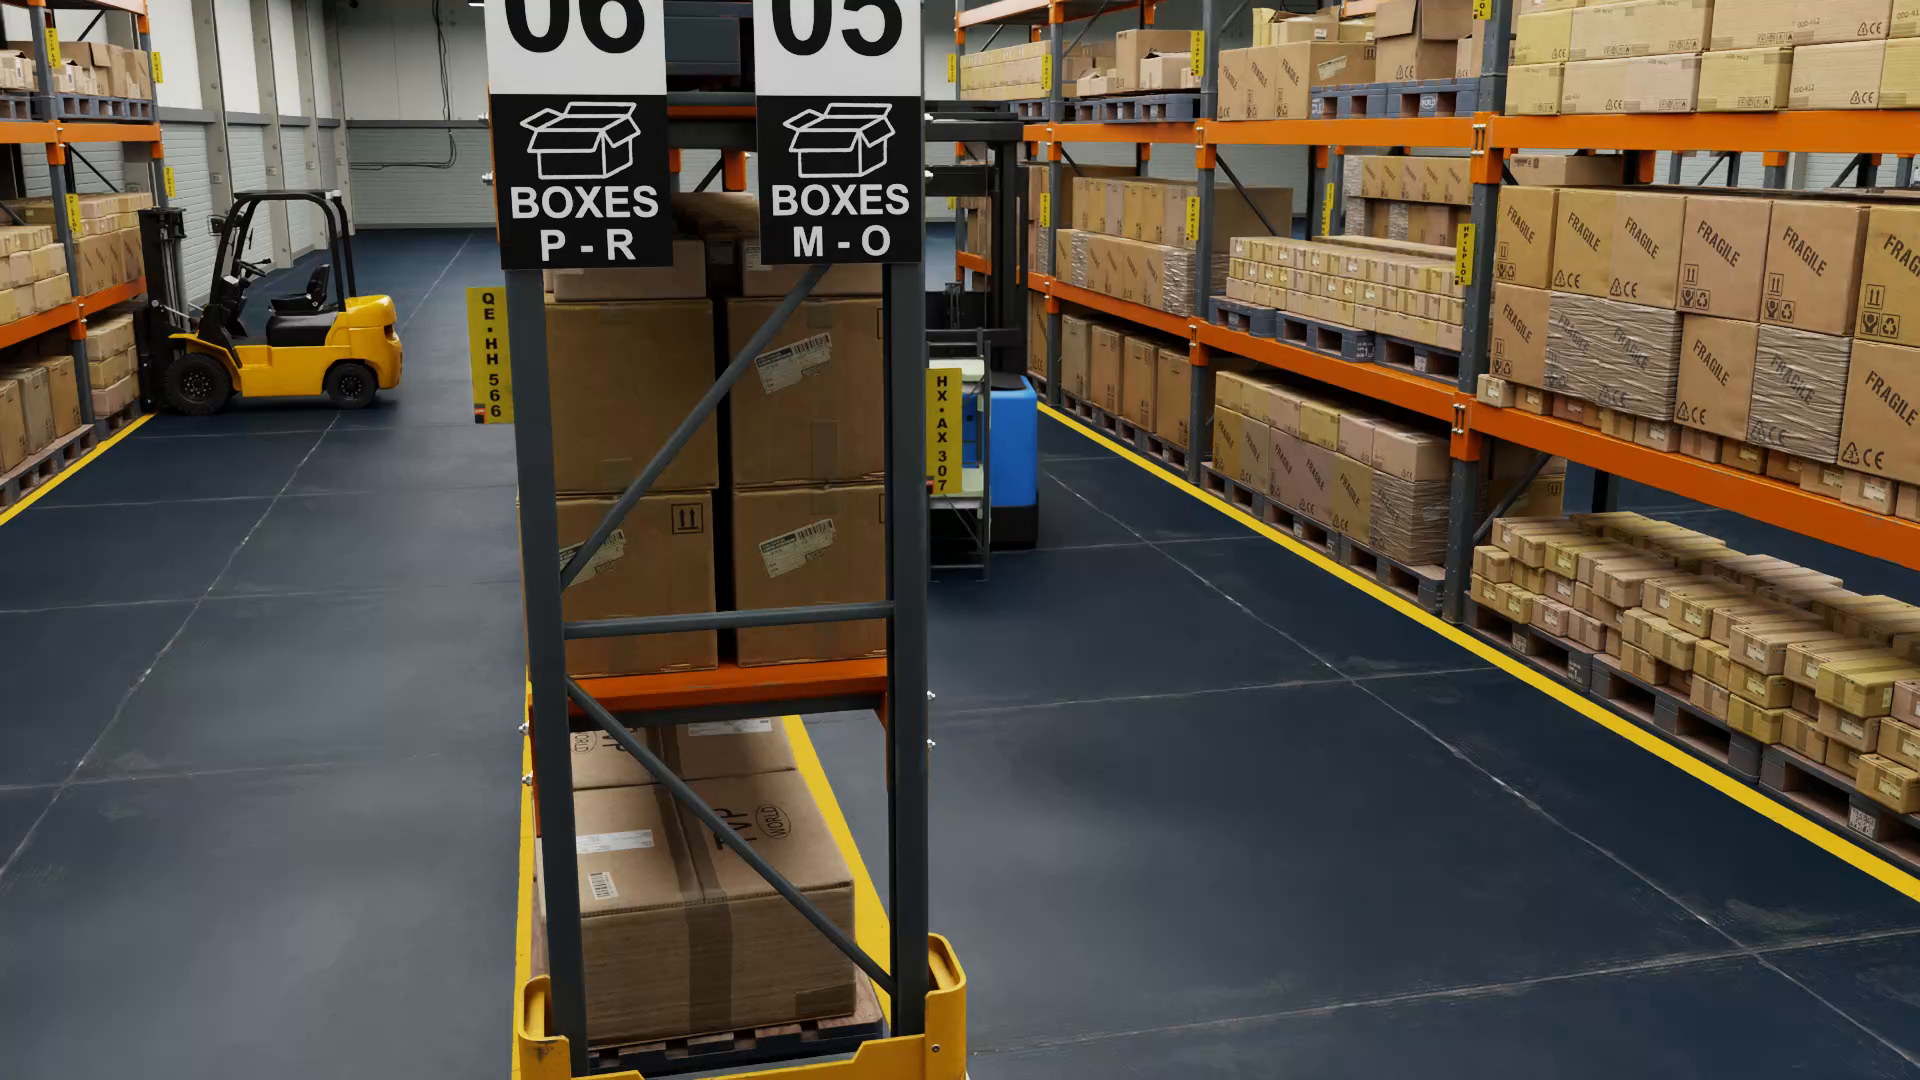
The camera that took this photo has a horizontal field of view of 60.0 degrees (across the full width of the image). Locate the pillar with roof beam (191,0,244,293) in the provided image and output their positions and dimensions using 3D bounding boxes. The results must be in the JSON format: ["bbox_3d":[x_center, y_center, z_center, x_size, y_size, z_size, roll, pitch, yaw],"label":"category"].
[{"bbox_3d":[-8.513,-8.914,28.953,9.100,9.000,0.400,-3,14,-13],"label":"pillar with roof beam"}]

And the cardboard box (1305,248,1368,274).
[{"bbox_3d":[2.555,-1.884,11.210,0.380,0.149,0.250,-3,14,-11],"label":"cardboard box"}]

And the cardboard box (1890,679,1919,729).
[{"bbox_3d":[3.829,0.634,6.378,0.380,0.149,0.250,-3,14,-12],"label":"cardboard box"}]

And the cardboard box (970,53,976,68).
[{"bbox_3d":[0.333,-5.543,19.227,0.380,0.149,0.250,-3,14,-14],"label":"cardboard box"}]

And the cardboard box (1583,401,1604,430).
[{"bbox_3d":[3.317,-0.628,8.208,0.380,0.149,0.250,-4,14,-16],"label":"cardboard box"}]

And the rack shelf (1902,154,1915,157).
[{"bbox_3d":[11.514,-4.032,16.806,1.077,0.370,4.000,-3,14,-13],"label":"rack shelf"}]

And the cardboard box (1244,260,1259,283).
[{"bbox_3d":[2.308,-1.975,12.209,0.380,0.149,0.250,-3,14,-10],"label":"cardboard box"}]

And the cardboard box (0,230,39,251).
[{"bbox_3d":[-7.656,-2.406,13.377,0.380,0.149,0.250,-4,14,-15],"label":"cardboard box"}]

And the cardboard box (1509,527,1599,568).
[{"bbox_3d":[3.150,0.039,8.817,0.380,0.149,0.250,-3,14,-10],"label":"cardboard box"}]

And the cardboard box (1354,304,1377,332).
[{"bbox_3d":[2.730,-1.413,10.534,0.380,0.149,0.250,-4,14,-16],"label":"cardboard box"}]

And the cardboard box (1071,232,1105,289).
[{"bbox_3d":[1.366,-2.652,15.753,0.500,0.500,0.500,-3,14,-13],"label":"cardboard box"}]

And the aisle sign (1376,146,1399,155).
[{"bbox_3d":[5.567,-5.326,21.431,0.394,0.787,0.004,-3,14,-13],"label":"aisle sign"}]

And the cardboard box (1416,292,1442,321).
[{"bbox_3d":[2.915,-1.379,9.769,0.380,0.149,0.250,-3,14,-13],"label":"cardboard box"}]

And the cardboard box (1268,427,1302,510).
[{"bbox_3d":[2.489,-0.512,11.585,0.500,0.500,0.500,-4,14,-15],"label":"cardboard box"}]

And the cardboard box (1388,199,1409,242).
[{"bbox_3d":[5.702,-3.871,20.113,0.875,0.500,0.500,-3,14,-13],"label":"cardboard box"}]

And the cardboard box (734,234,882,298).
[{"bbox_3d":[-0.399,-0.736,4.434,0.380,0.149,0.250,-3,14,-12],"label":"cardboard box"}]

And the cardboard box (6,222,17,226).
[{"bbox_3d":[-8.645,-2.759,14.823,0.380,0.149,0.250,-4,14,-15],"label":"cardboard box"}]

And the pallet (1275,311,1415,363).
[{"bbox_3d":[2.829,-1.386,11.185,1.003,0.211,1.213,-3,14,-13],"label":"pallet"}]

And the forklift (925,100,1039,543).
[{"bbox_3d":[-0.069,-1.698,12.201,1.130,2.935,3.031,-1,14,-3],"label":"forklift"}]

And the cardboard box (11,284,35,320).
[{"bbox_3d":[-7.644,-1.873,13.091,0.500,0.250,0.500,-3,14,-13],"label":"cardboard box"}]

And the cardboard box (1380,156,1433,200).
[{"bbox_3d":[5.384,-4.338,19.919,0.500,0.500,0.500,-3,14,-13],"label":"cardboard box"}]

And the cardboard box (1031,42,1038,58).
[{"bbox_3d":[0.930,-4.957,16.828,0.380,0.149,0.250,-3,14,-13],"label":"cardboard box"}]

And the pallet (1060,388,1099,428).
[{"bbox_3d":[1.639,-1.328,16.419,1.003,0.211,1.213,-3,14,-13],"label":"pallet"}]

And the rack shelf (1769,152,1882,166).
[{"bbox_3d":[7.639,-2.833,11.899,1.077,0.370,4.000,-3,14,-13],"label":"rack shelf"}]

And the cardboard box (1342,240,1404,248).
[{"bbox_3d":[3.003,-2.099,12.088,0.380,0.149,0.250,-3,14,-11],"label":"cardboard box"}]

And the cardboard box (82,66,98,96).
[{"bbox_3d":[-8.280,-4.284,15.507,0.396,0.266,0.258,-4,14,-15],"label":"cardboard box"}]

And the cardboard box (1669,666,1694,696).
[{"bbox_3d":[3.517,0.625,7.670,0.380,0.149,0.250,-3,14,-12],"label":"cardboard box"}]

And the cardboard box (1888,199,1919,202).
[{"bbox_3d":[4.131,-1.123,6.758,0.500,0.500,0.500,-4,14,-14],"label":"cardboard box"}]

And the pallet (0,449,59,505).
[{"bbox_3d":[-7.726,-0.475,12.928,1.003,0.211,1.213,-3,14,-13],"label":"pallet"}]

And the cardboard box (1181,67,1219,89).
[{"bbox_3d":[1.970,-3.656,13.147,0.380,0.166,0.250,-3,14,-13],"label":"cardboard box"}]

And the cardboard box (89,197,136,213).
[{"bbox_3d":[-8.480,-3.351,16.619,0.380,0.149,0.250,-3,14,-12],"label":"cardboard box"}]

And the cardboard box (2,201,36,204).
[{"bbox_3d":[-8.851,-3.080,15.511,0.380,0.149,0.250,-4,14,-14],"label":"cardboard box"}]

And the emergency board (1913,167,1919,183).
[{"bbox_3d":[18.788,-6.704,32.547,0.194,1.169,0.643,-3,14,-13],"label":"emergency board"}]

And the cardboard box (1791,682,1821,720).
[{"bbox_3d":[3.715,0.655,6.922,0.380,0.149,0.250,-3,14,-14],"label":"cardboard box"}]

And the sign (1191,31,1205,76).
[{"bbox_3d":[1.783,-3.651,12.476,0.100,0.325,0.005,-3,14,-13],"label":"sign"}]

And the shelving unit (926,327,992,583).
[{"bbox_3d":[-0.037,-0.551,10.521,0.431,1.500,0.755,-1,14,-3],"label":"shelving unit"}]

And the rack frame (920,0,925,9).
[{"bbox_3d":[-0.585,-2.703,3.531,1.000,3.000,0.127,-3,14,-13],"label":"rack frame"}]

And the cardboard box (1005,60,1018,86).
[{"bbox_3d":[0.786,-4.969,17.720,0.500,0.250,0.500,-3,14,-14],"label":"cardboard box"}]

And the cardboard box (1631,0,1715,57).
[{"bbox_3d":[3.361,-2.282,7.388,0.500,0.250,0.500,-3,14,-12],"label":"cardboard box"}]

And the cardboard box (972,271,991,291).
[{"bbox_3d":[0.669,-2.798,20.153,0.875,0.875,0.875,-3,14,-13],"label":"cardboard box"}]

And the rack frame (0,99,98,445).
[{"bbox_3d":[-8.227,-2.280,14.438,1.000,3.000,0.127,-3,14,-13],"label":"rack frame"}]

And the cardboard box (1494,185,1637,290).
[{"bbox_3d":[3.133,-1.572,8.597,0.500,0.500,0.500,-3,14,-12],"label":"cardboard box"}]

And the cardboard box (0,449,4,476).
[{"bbox_3d":[-7.582,-0.702,12.101,0.875,0.625,0.625,-3,14,-11],"label":"cardboard box"}]

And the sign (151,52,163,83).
[{"bbox_3d":[-8.636,-5.078,17.874,0.100,0.325,0.005,-3,14,-13],"label":"sign"}]

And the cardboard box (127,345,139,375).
[{"bbox_3d":[-8.268,-1.752,16.135,0.500,0.250,0.500,-3,14,-14],"label":"cardboard box"}]

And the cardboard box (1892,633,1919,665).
[{"bbox_3d":[4.155,0.489,6.973,0.380,0.149,0.250,-4,14,-16],"label":"cardboard box"}]

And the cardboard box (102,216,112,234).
[{"bbox_3d":[-8.243,-2.972,15.692,0.380,0.149,0.250,-3,14,-14],"label":"cardboard box"}]

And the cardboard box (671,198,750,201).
[{"bbox_3d":[-1.060,-1.326,6.848,0.380,0.149,0.250,-3,14,-14],"label":"cardboard box"}]

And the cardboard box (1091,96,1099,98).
[{"bbox_3d":[1.567,-4.607,17.077,0.380,0.149,0.250,-3,14,-13],"label":"cardboard box"}]

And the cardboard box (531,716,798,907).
[{"bbox_3d":[-1.060,0.894,5.960,0.875,0.438,0.875,-3,14,-12],"label":"cardboard box"}]

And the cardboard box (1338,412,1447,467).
[{"bbox_3d":[2.735,-0.642,10.537,0.500,0.250,0.500,-3,14,-11],"label":"cardboard box"}]

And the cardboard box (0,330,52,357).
[{"bbox_3d":[-8.531,-1.737,15.017,0.500,0.250,0.500,-3,14,-12],"label":"cardboard box"}]

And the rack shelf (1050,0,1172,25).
[{"bbox_3d":[1.855,-4.766,14.331,1.077,0.370,4.000,-3,14,-13],"label":"rack shelf"}]

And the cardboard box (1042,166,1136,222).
[{"bbox_3d":[1.332,-3.541,17.009,0.875,0.550,0.550,-3,14,-13],"label":"cardboard box"}]

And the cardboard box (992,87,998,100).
[{"bbox_3d":[0.571,-4.920,18.359,0.380,0.149,0.250,-3,14,-13],"label":"cardboard box"}]
